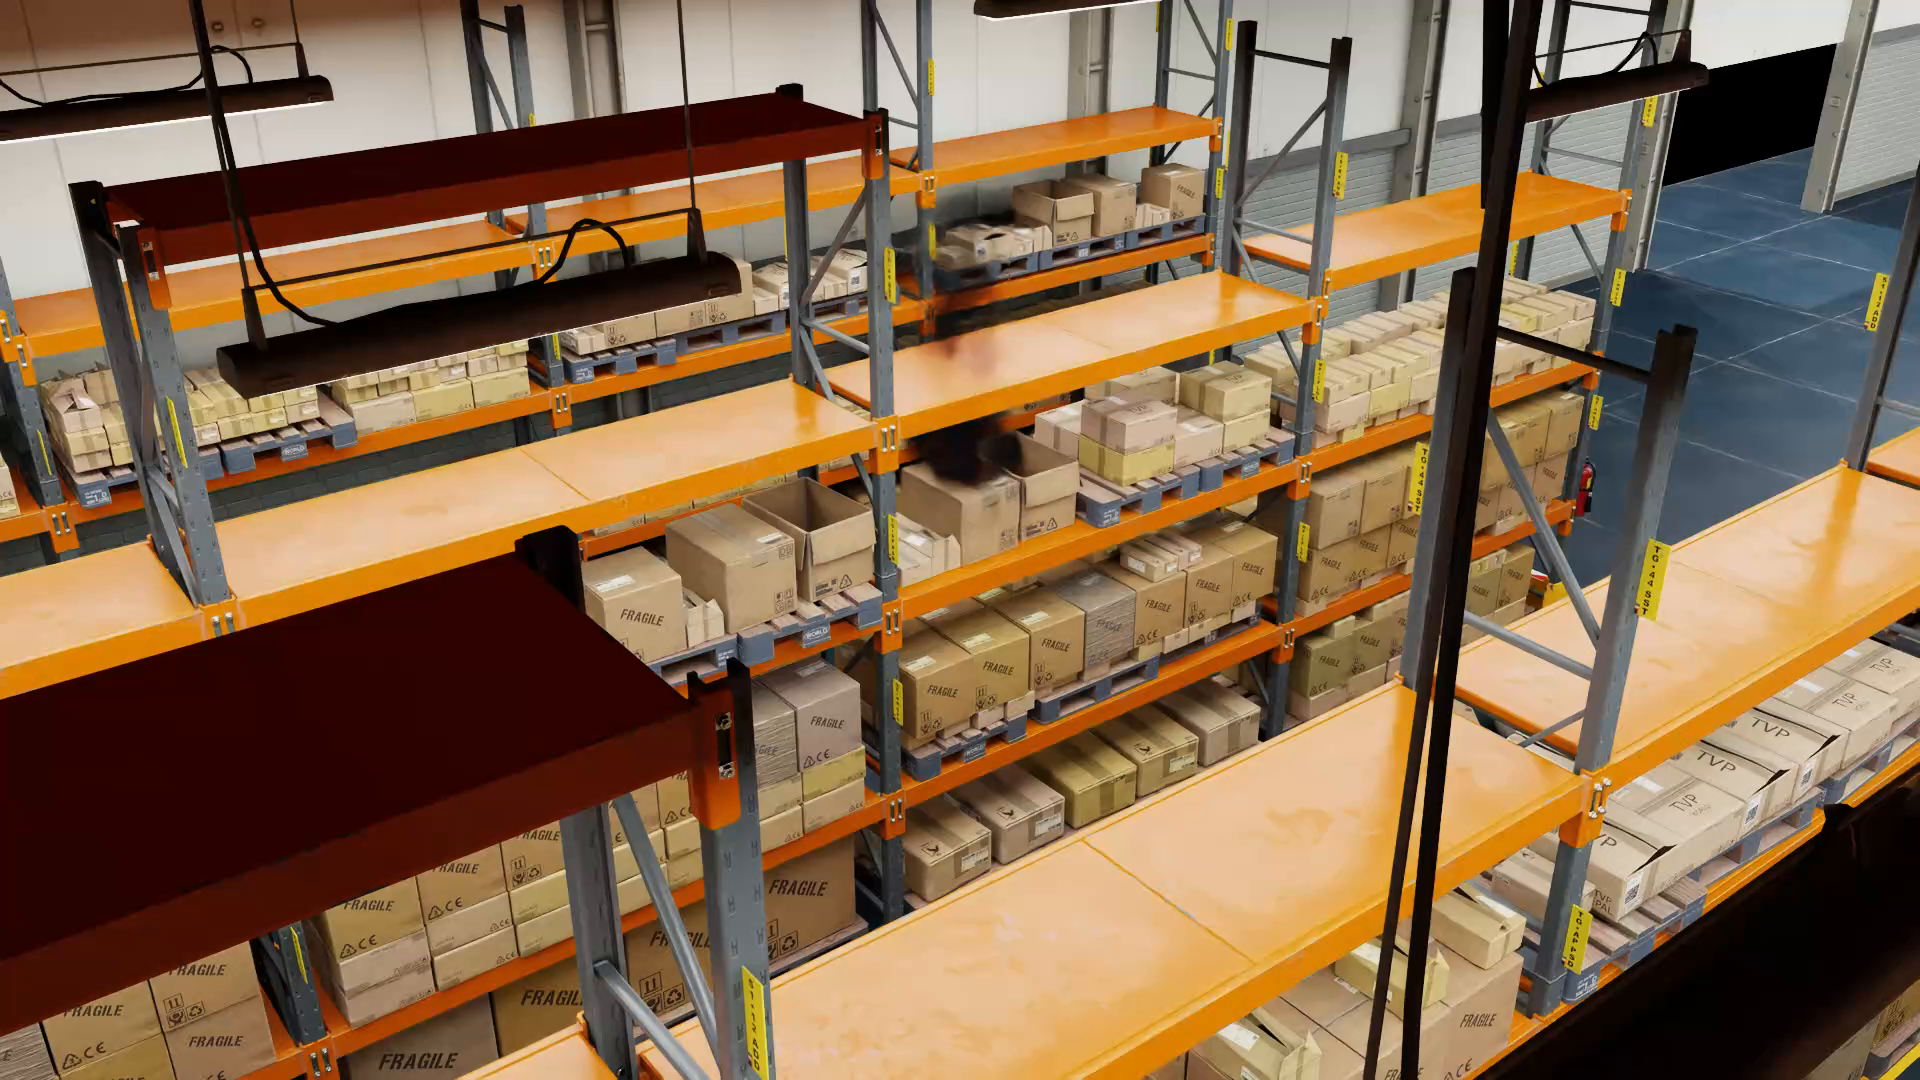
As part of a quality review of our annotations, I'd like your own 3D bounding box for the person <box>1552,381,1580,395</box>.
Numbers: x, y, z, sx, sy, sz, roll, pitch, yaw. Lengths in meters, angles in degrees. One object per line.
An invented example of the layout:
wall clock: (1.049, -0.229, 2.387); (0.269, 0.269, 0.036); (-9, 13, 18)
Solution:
person: (6.715, -1.448, 19.271); (0.993, 1.682, 0.701); (-23, 34, -39)
